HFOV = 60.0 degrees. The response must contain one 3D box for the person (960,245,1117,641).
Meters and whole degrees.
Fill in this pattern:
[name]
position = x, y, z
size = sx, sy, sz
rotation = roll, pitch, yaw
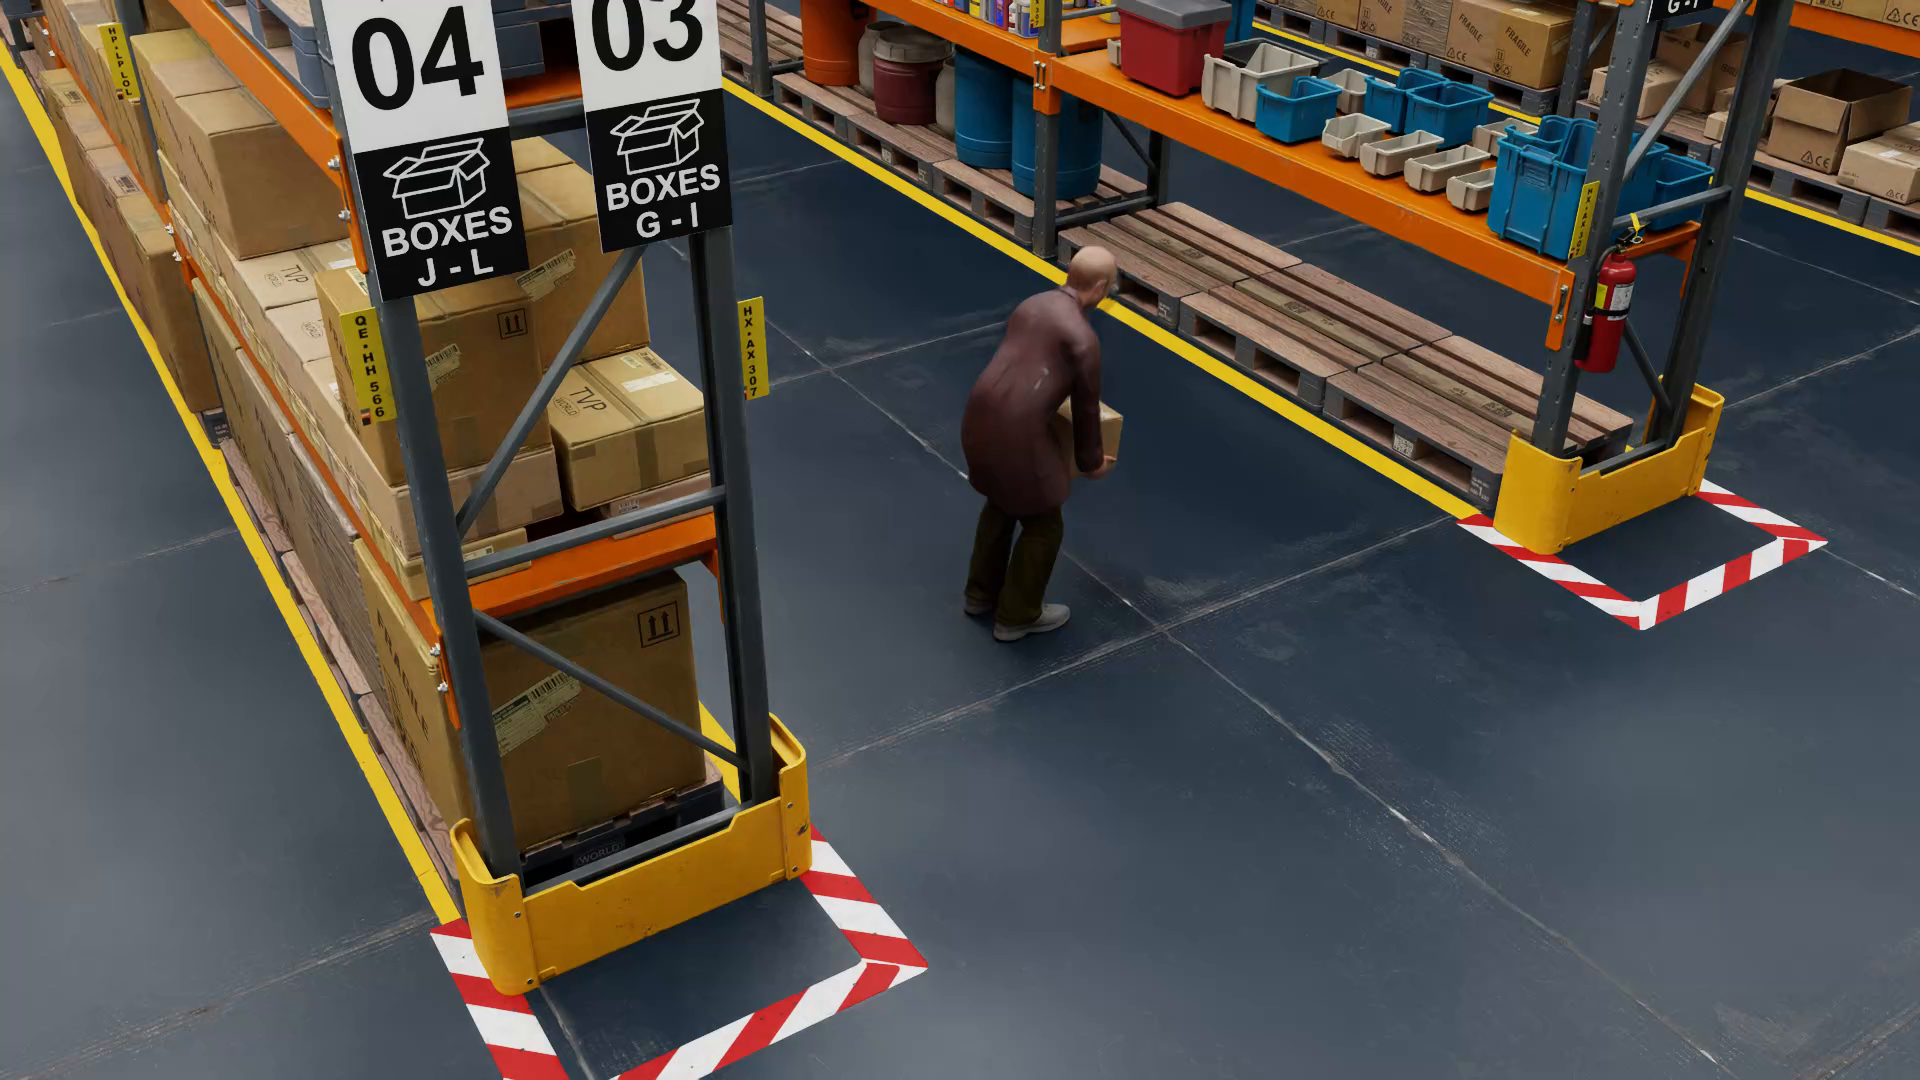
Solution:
[person]
position = 0.343, -0.337, 6.963
size = 0.697, 1.490, 0.543
rotation = -20, 37, -28
